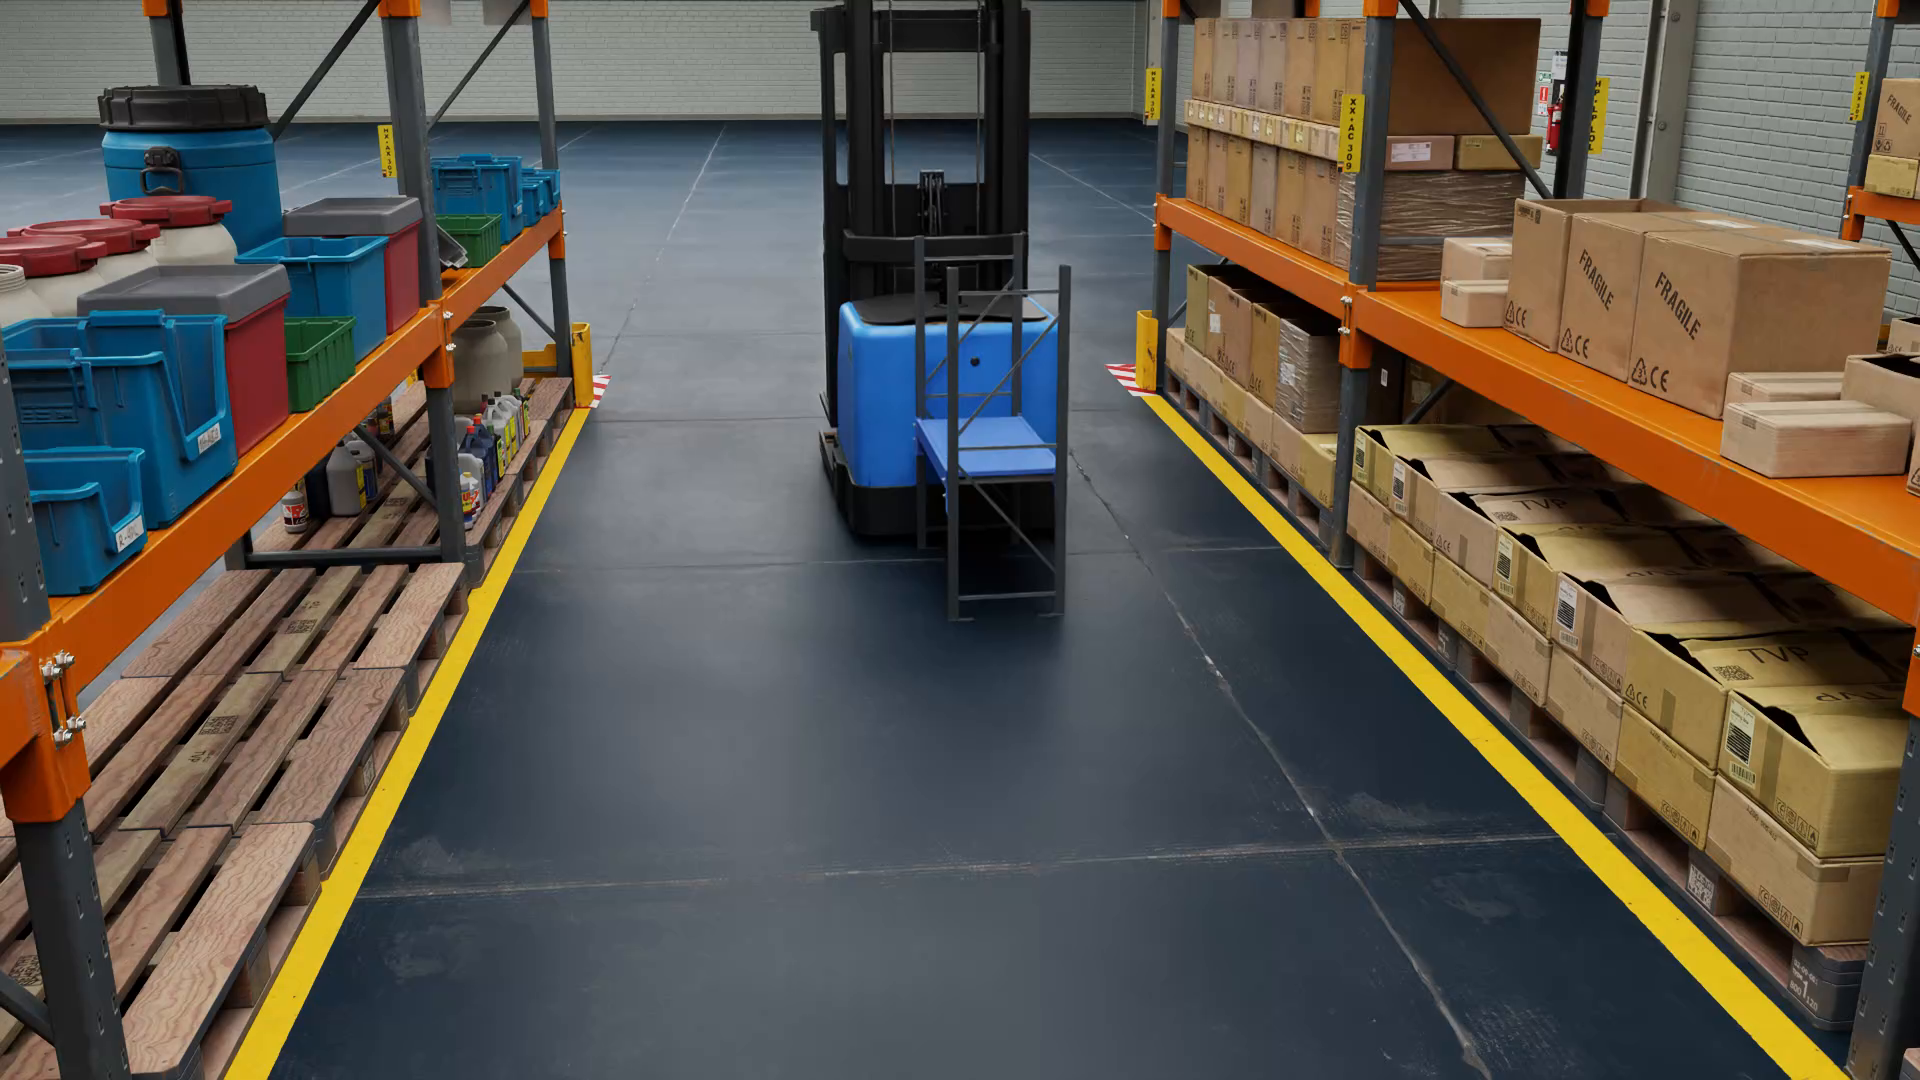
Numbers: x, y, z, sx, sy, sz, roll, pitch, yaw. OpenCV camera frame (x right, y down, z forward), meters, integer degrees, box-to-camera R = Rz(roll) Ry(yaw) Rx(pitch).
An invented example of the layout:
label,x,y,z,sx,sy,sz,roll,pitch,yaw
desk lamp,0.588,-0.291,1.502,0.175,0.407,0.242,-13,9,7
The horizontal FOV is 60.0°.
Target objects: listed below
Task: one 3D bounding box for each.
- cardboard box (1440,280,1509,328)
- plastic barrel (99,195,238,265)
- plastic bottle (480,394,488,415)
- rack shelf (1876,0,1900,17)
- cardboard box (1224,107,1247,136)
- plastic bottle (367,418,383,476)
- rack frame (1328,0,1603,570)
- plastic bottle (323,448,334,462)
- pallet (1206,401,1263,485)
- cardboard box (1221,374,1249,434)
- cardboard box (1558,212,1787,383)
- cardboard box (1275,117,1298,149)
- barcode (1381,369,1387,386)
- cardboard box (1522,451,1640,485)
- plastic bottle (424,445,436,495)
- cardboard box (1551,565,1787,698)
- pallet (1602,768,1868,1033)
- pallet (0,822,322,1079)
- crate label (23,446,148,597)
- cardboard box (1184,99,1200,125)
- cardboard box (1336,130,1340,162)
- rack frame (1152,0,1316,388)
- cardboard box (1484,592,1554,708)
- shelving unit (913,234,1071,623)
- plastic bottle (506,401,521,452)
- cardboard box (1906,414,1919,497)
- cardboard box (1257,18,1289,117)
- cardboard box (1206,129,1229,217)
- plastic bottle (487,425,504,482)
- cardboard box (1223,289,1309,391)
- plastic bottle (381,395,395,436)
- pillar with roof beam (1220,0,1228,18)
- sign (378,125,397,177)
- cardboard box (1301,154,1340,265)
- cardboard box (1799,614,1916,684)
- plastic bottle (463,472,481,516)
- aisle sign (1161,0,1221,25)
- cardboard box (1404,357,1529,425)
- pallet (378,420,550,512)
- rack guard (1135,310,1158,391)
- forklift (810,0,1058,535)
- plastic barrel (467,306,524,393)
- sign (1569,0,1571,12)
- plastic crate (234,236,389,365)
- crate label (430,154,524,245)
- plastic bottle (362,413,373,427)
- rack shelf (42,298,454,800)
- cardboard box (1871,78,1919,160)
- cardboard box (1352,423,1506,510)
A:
label,x,y,z,sx,sy,sz,roll,pitch,yaw
cardboard box,2.130,-0.934,6.563,0.380,0.149,0.250,-2,18,-6
plastic barrel,-2.805,-0.945,5.952,0.433,0.535,0.433,0,17,0
plastic bottle,-2.580,-0.665,9.086,0.061,0.283,0.133,-2,18,-6
rack shelf,6.962,-3.162,9.434,1.077,0.370,4.000,-2,18,-6
cardboard box,1.764,-2.442,9.697,0.380,0.149,0.250,-2,18,-7
plastic bottle,-2.999,-0.474,8.480,0.061,0.283,0.133,-2,18,-6
rack frame,2.242,-1.324,7.386,1.000,3.000,0.127,-2,18,-6
plastic bottle,-3.058,-0.358,7.998,0.144,0.351,0.185,-3,18,-8
pallet,2.072,-0.596,9.723,1.003,0.211,1.213,-2,18,-6
cardboard box,1.816,-0.790,9.577,0.500,0.250,0.500,-2,18,-6
cardboard box,2.411,-0.836,5.665,0.500,0.500,0.500,-2,18,-6
cardboard box,1.871,-2.134,8.716,0.380,0.149,0.250,-1,17,-4
barcode,1.854,-0.710,7.268,0.001,0.075,0.075,-2,18,-6
cardboard box,2.629,-0.213,6.802,0.500,0.311,0.500,-1,17,-4
plastic bottle,-2.499,-0.367,8.026,0.144,0.351,0.185,-2,18,-6
cardboard box,2.246,0.258,5.300,0.500,0.311,0.500,-2,18,-6
pallet,2.608,0.952,4.793,1.003,0.211,1.213,-2,18,-6
pallet,-2.314,1.118,4.263,1.003,0.211,1.213,-2,18,-6
crate label,-1.944,-0.037,3.568,0.303,0.233,0.416,-2,18,-6
cardboard box,1.656,-2.749,10.676,0.380,0.149,0.250,-2,18,-6
cardboard box,1.977,-1.829,7.746,0.380,0.149,0.250,-2,18,-7
rack frame,1.829,-2.516,11.182,1.000,3.000,0.127,-2,18,-6
cardboard box,2.196,0.374,5.869,0.500,0.250,0.500,-1,17,-5
shelving unit,0.119,-0.529,7.359,0.538,1.500,1.048,-3,18,-8
plastic bottle,-2.460,-0.623,8.967,0.152,0.276,0.135,-2,18,-7
cardboard box,2.660,-0.199,3.953,0.500,0.311,0.500,-1,17,-2
cardboard box,2.034,-2.571,9.026,0.700,0.500,0.500,-2,18,-6
cardboard box,1.924,-2.267,10.225,0.700,0.500,0.500,-1,17,-4
plastic bottle,-2.351,-0.446,8.390,0.061,0.283,0.133,-1,17,-3
cardboard box,1.815,-1.148,9.464,0.500,0.500,0.500,-2,18,-6
plastic bottle,-3.221,-0.722,9.290,0.097,0.271,0.097,0,17,0
pillar with roof beam,0.931,-12.368,32.548,9.100,9.000,0.400,-2,18,-6
sign,-3.646,-2.480,10.607,0.100,0.325,0.005,-2,18,-6
cardboard box,2.129,-1.661,8.291,0.700,0.500,0.500,-2,18,-6
cardboard box,2.830,0.390,4.879,0.500,0.311,0.500,-2,18,-7
plastic bottle,-2.303,-0.216,7.794,0.097,0.201,0.097,0,17,0
aisle sign,1.518,-3.766,10.825,0.394,0.787,0.004,-2,18,-6
cardboard box,2.505,-0.718,8.094,0.500,0.500,0.500,-2,18,-6
pallet,-2.842,-0.407,9.122,1.003,0.211,1.213,-2,18,-6
rack guard,1.827,-1.330,11.579,1.175,0.500,0.348,-2,18,-6
forklift,-0.217,-1.819,9.077,1.130,2.935,3.031,-3,18,-8
plastic barrel,-2.954,-1.183,10.391,0.421,0.512,0.421,0,17,0
sign,6.951,-6.124,18.807,0.001,0.298,0.199,-2,18,-6
plastic crate,-2.262,-0.845,5.888,0.392,0.384,0.575,-2,18,-6
crate label,-2.639,-1.841,8.973,0.502,0.435,0.616,-2,18,-6
plastic bottle,-3.175,-0.590,8.869,0.097,0.271,0.097,0,17,0
rack shelf,-2.479,-0.233,5.112,1.077,0.370,4.000,-2,18,-6
cardboard box,6.506,-2.814,11.098,0.500,0.500,0.500,-2,18,-6
cardboard box,2.037,-0.349,7.234,0.500,0.311,0.500,-2,18,-5
